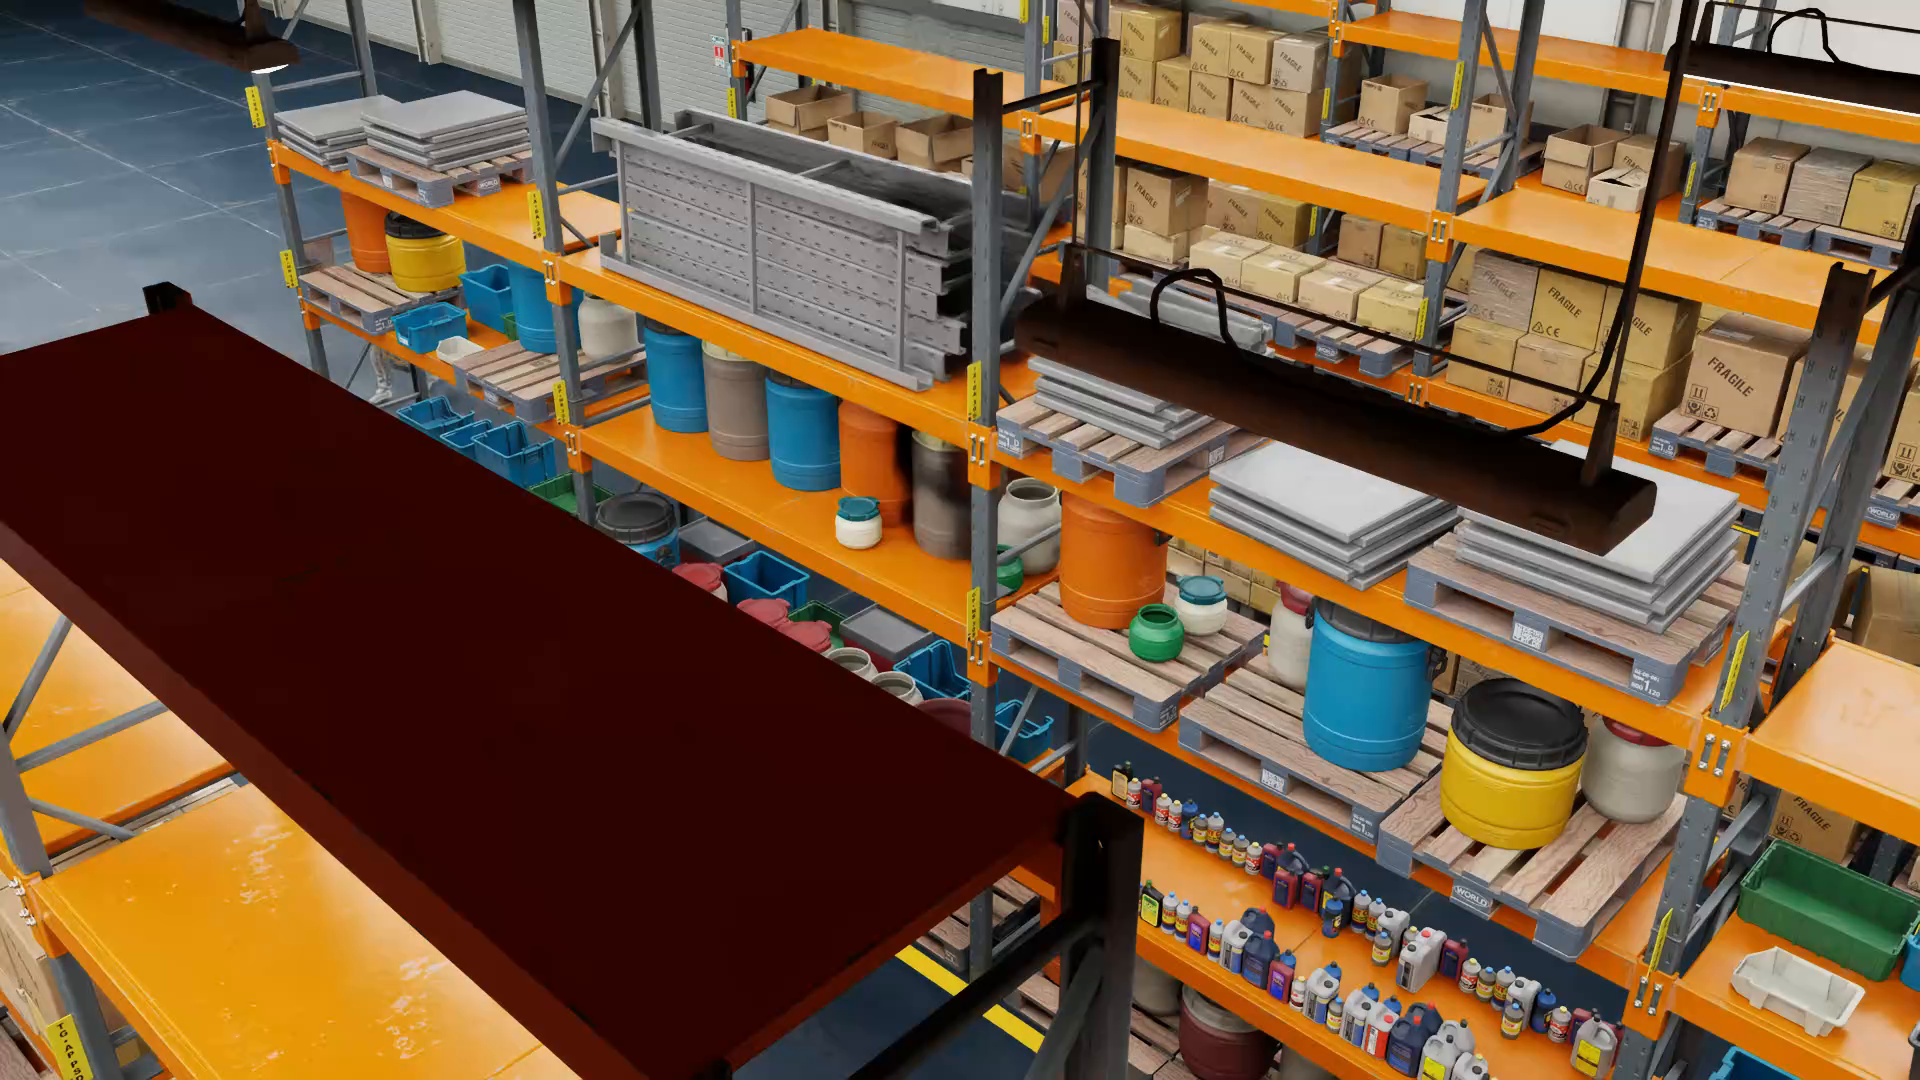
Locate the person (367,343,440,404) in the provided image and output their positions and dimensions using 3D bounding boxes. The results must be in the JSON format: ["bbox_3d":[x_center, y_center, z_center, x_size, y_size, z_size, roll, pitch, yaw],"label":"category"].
[{"bbox_3d":[-6.361,-2.369,18.629,0.860,1.806,0.676,-7,30,-12],"label":"person"}]
